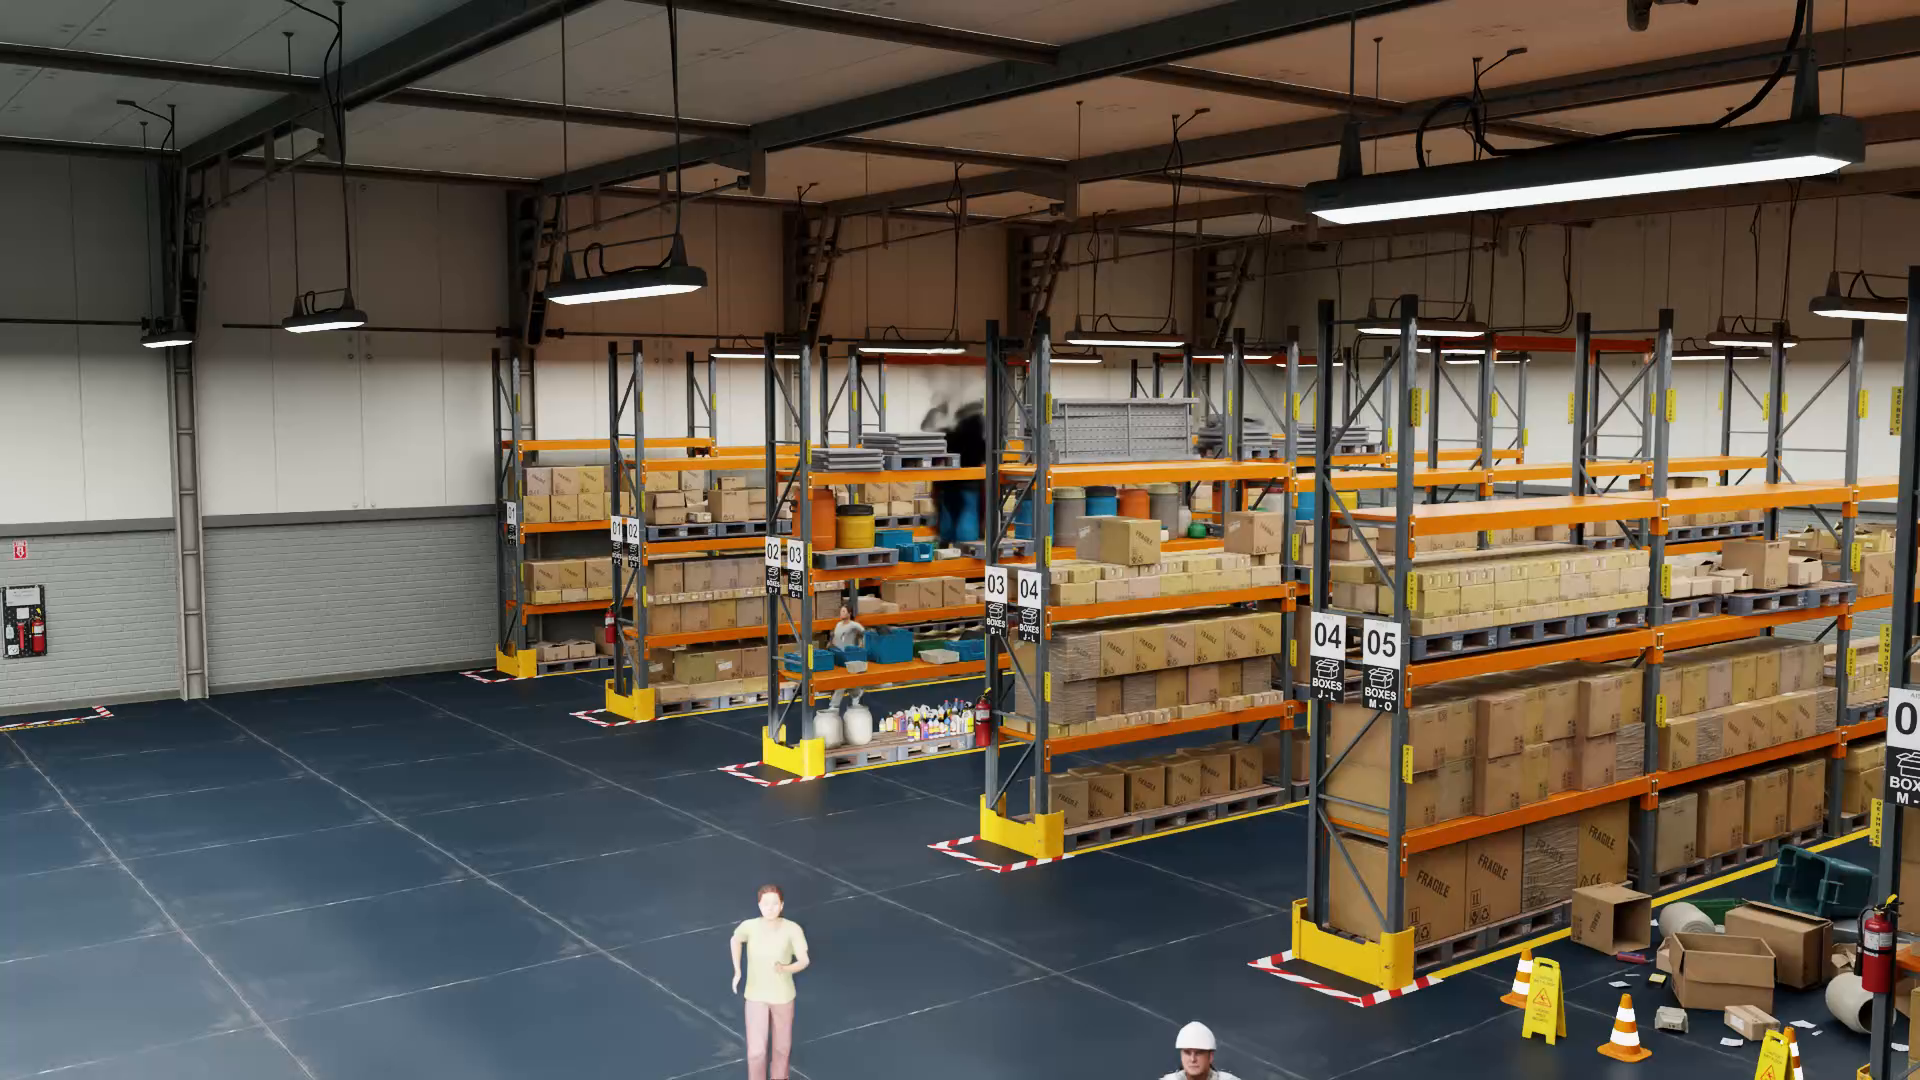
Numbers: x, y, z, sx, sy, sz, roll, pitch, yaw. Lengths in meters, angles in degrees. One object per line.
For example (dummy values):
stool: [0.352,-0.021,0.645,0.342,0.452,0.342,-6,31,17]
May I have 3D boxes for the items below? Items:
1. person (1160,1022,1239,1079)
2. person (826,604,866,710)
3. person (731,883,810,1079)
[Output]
person: [1.320,3.502,9.065,0.672,1.729,0.592,1,5,11]
person: [-1.770,1.806,25.468,0.584,1.639,0.884,4,7,41]
person: [-1.348,3.292,11.839,0.550,1.729,0.747,-1,5,-8]
